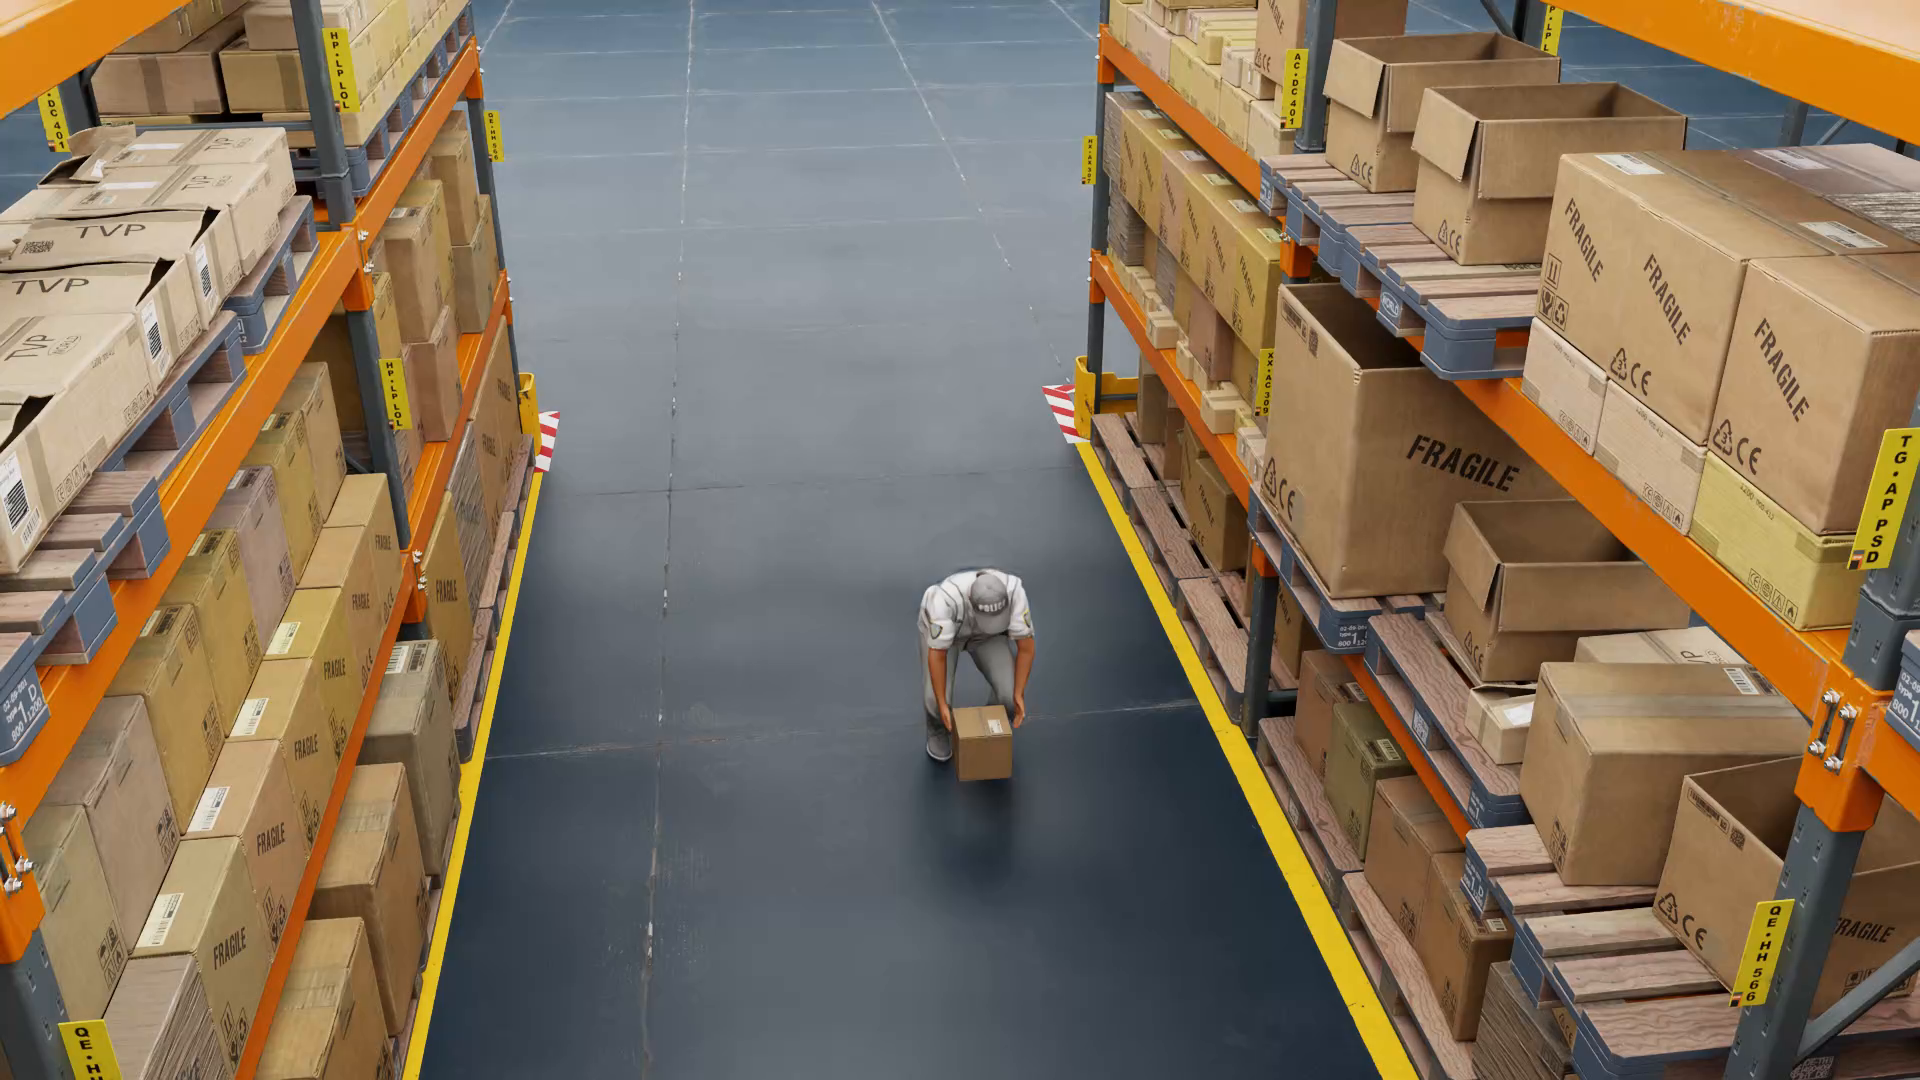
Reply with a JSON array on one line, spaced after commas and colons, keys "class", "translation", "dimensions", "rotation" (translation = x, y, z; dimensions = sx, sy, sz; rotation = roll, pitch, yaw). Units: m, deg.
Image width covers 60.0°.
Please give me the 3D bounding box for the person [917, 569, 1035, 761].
[{"class": "person", "translation": [0.073, 0.554, 8.103], "dimensions": [0.540, 1.158, 0.817], "rotation": [-4, 28, -7]}]
